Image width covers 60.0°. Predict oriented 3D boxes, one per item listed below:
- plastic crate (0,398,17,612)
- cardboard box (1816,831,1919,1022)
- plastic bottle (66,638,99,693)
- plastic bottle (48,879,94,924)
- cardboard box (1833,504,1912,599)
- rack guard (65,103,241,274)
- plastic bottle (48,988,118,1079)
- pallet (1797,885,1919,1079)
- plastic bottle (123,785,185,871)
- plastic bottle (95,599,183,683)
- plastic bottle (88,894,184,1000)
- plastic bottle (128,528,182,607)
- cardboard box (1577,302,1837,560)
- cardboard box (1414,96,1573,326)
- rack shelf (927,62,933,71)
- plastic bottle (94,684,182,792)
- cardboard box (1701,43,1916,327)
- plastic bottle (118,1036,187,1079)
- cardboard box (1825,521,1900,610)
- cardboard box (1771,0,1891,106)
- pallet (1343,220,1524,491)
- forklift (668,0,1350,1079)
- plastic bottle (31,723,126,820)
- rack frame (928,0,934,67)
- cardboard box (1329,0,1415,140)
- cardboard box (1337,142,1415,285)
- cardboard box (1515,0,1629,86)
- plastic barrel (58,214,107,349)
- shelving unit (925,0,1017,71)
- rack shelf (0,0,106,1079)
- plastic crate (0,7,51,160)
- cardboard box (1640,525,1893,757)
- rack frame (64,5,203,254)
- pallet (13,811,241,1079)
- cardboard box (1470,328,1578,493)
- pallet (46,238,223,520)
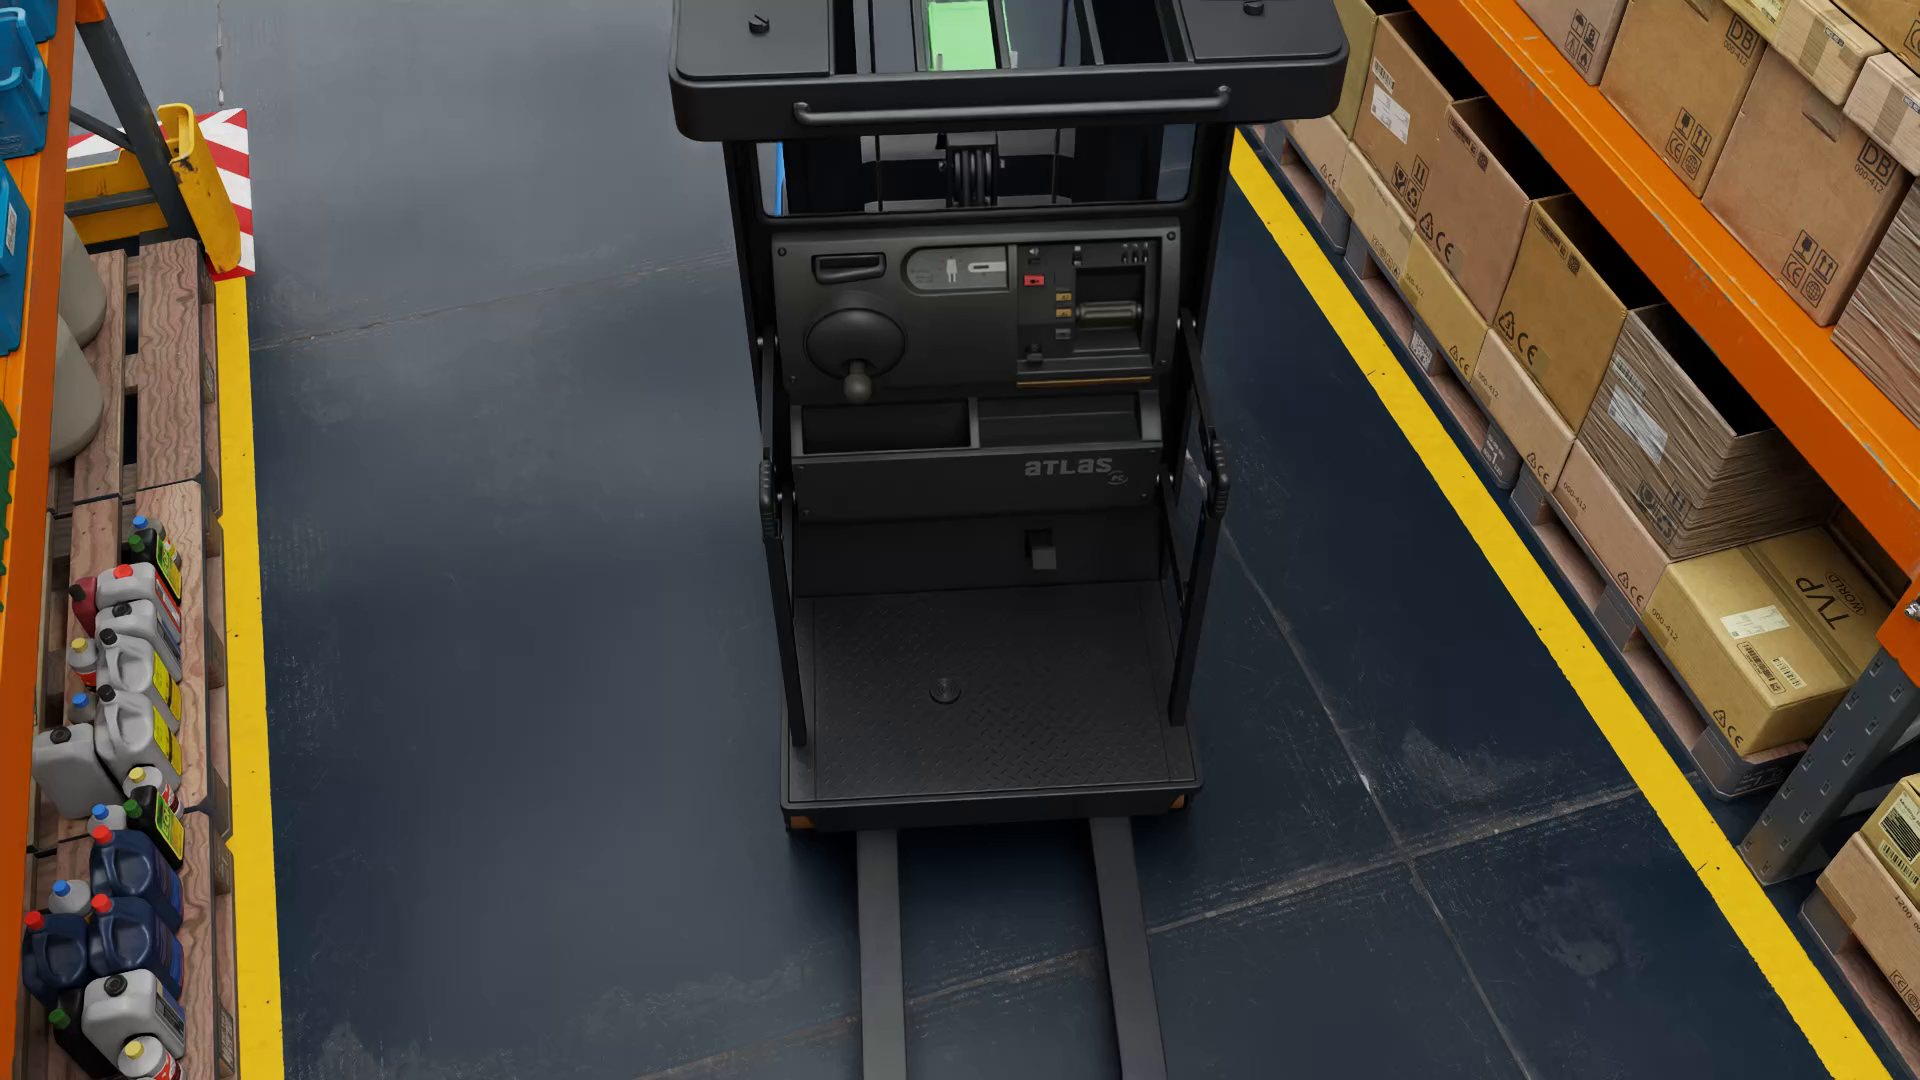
[{"bbox_3d":[-2.255,-0.060,3.477,0.450,0.188,0.662,-13,51,-11],"label":"plastic crate"},{"bbox_3d":[2.493,0.911,4.044,0.500,0.250,0.500,-14,51,-12],"label":"cardboard box"},{"bbox_3d":[-2.368,0.341,4.543,0.097,0.201,0.097,0,50,0],"label":"plastic bottle"},{"bbox_3d":[-2.123,0.903,4.024,0.097,0.271,0.097,0,50,0],"label":"plastic bottle"},{"bbox_3d":[2.772,-0.090,4.398,0.500,0.500,0.500,-13,51,-11],"label":"cardboard box"},{"bbox_3d":[-3.238,-1.144,5.887,1.175,0.500,0.348,-13,51,-11],"label":"rack guard"},{"bbox_3d":[-2.022,1.123,3.830,0.061,0.283,0.133,-13,51,-11],"label":"plastic bottle"},{"bbox_3d":[2.865,1.238,4.068,1.003,0.211,1.213,-13,51,-11],"label":"pallet"},{"bbox_3d":[-2.030,0.710,4.179,0.061,0.283,0.133,-11,51,-9],"label":"plastic bottle"},{"bbox_3d":[-2.255,0.276,4.550,0.152,0.276,0.135,-15,51,-12],"label":"plastic bottle"},{"bbox_3d":[-1.965,0.956,3.927,0.144,0.351,0.185,-12,51,-10],"label":"plastic bottle"},{"bbox_3d":[-2.292,0.063,4.724,0.061,0.283,0.133,-12,51,-10],"label":"plastic bottle"},{"bbox_3d":[2.127,-0.338,4.606,0.500,0.500,0.500,-13,51,-11],"label":"cardboard box"},{"bbox_3d":[1.814,-1.064,5.219,0.500,0.500,0.500,-13,51,-11],"label":"cardboard box"},{"bbox_3d":[0.033,-1.346,5.367,0.258,0.148,0.480,-3,50,-2],"label":"rack shelf"},{"bbox_3d":[-2.147,0.507,4.305,0.144,0.351,0.185,-14,51,-11],"label":"plastic bottle"},{"bbox_3d":[2.311,-0.929,4.006,0.700,0.500,0.500,-14,51,-11],"label":"cardboard box"},{"bbox_3d":[-1.859,1.207,3.813,0.097,0.201,0.097,0,50,0],"label":"plastic bottle"},{"bbox_3d":[2.762,0.153,4.682,0.500,0.250,0.500,-13,51,-11],"label":"cardboard box"},{"bbox_3d":[2.095,-1.145,3.764,0.380,0.149,0.250,-13,51,-11],"label":"cardboard box"},{"bbox_3d":[2.050,-0.774,5.765,1.003,0.211,1.213,-13,51,-11],"label":"pallet"},{"bbox_3d":[0.057,-0.421,3.688,1.130,2.935,3.031,-3,50,-2],"label":"forklift"},{"bbox_3d":[-2.281,0.583,4.290,0.152,0.276,0.135,-13,51,-11],"label":"plastic bottle"},{"bbox_3d":[0.017,-1.417,5.659,0.240,1.200,0.015,-3,50,-2],"label":"rack frame"},{"bbox_3d":[1.523,-1.796,5.835,0.500,0.500,0.500,-13,51,-11],"label":"cardboard box"},{"bbox_3d":[1.672,-1.189,5.814,0.500,0.250,0.500,-13,51,-11],"label":"cardboard box"},{"bbox_3d":[2.013,-1.670,4.631,0.700,0.500,0.500,-12,51,-10],"label":"cardboard box"},{"bbox_3d":[-3.038,-0.864,5.369,0.421,0.512,0.421,0,50,0],"label":"plastic barrel"},{"bbox_3d":[0.033,-1.231,5.501,0.258,1.200,0.503,-3,50,-2],"label":"shelving unit"},{"bbox_3d":[-2.714,-0.302,4.013,1.077,0.370,4.000,-13,51,-11],"label":"rack shelf"},{"bbox_3d":[-2.685,-1.173,4.374,0.499,0.251,0.408,-13,51,-11],"label":"plastic crate"},{"bbox_3d":[2.264,0.271,4.583,0.500,0.250,0.500,-13,51,-11],"label":"cardboard box"},{"bbox_3d":[-3.306,-1.994,4.969,1.000,3.000,0.127,-13,51,-11],"label":"rack frame"},{"bbox_3d":[-2.282,1.326,3.994,1.003,0.211,1.213,-13,51,-11],"label":"pallet"},{"bbox_3d":[1.964,-0.458,5.198,0.500,0.250,0.500,-13,51,-11],"label":"cardboard box"},{"bbox_3d":[-3.003,-0.456,5.497,1.003,0.211,1.213,-13,51,-11],"label":"pallet"}]
